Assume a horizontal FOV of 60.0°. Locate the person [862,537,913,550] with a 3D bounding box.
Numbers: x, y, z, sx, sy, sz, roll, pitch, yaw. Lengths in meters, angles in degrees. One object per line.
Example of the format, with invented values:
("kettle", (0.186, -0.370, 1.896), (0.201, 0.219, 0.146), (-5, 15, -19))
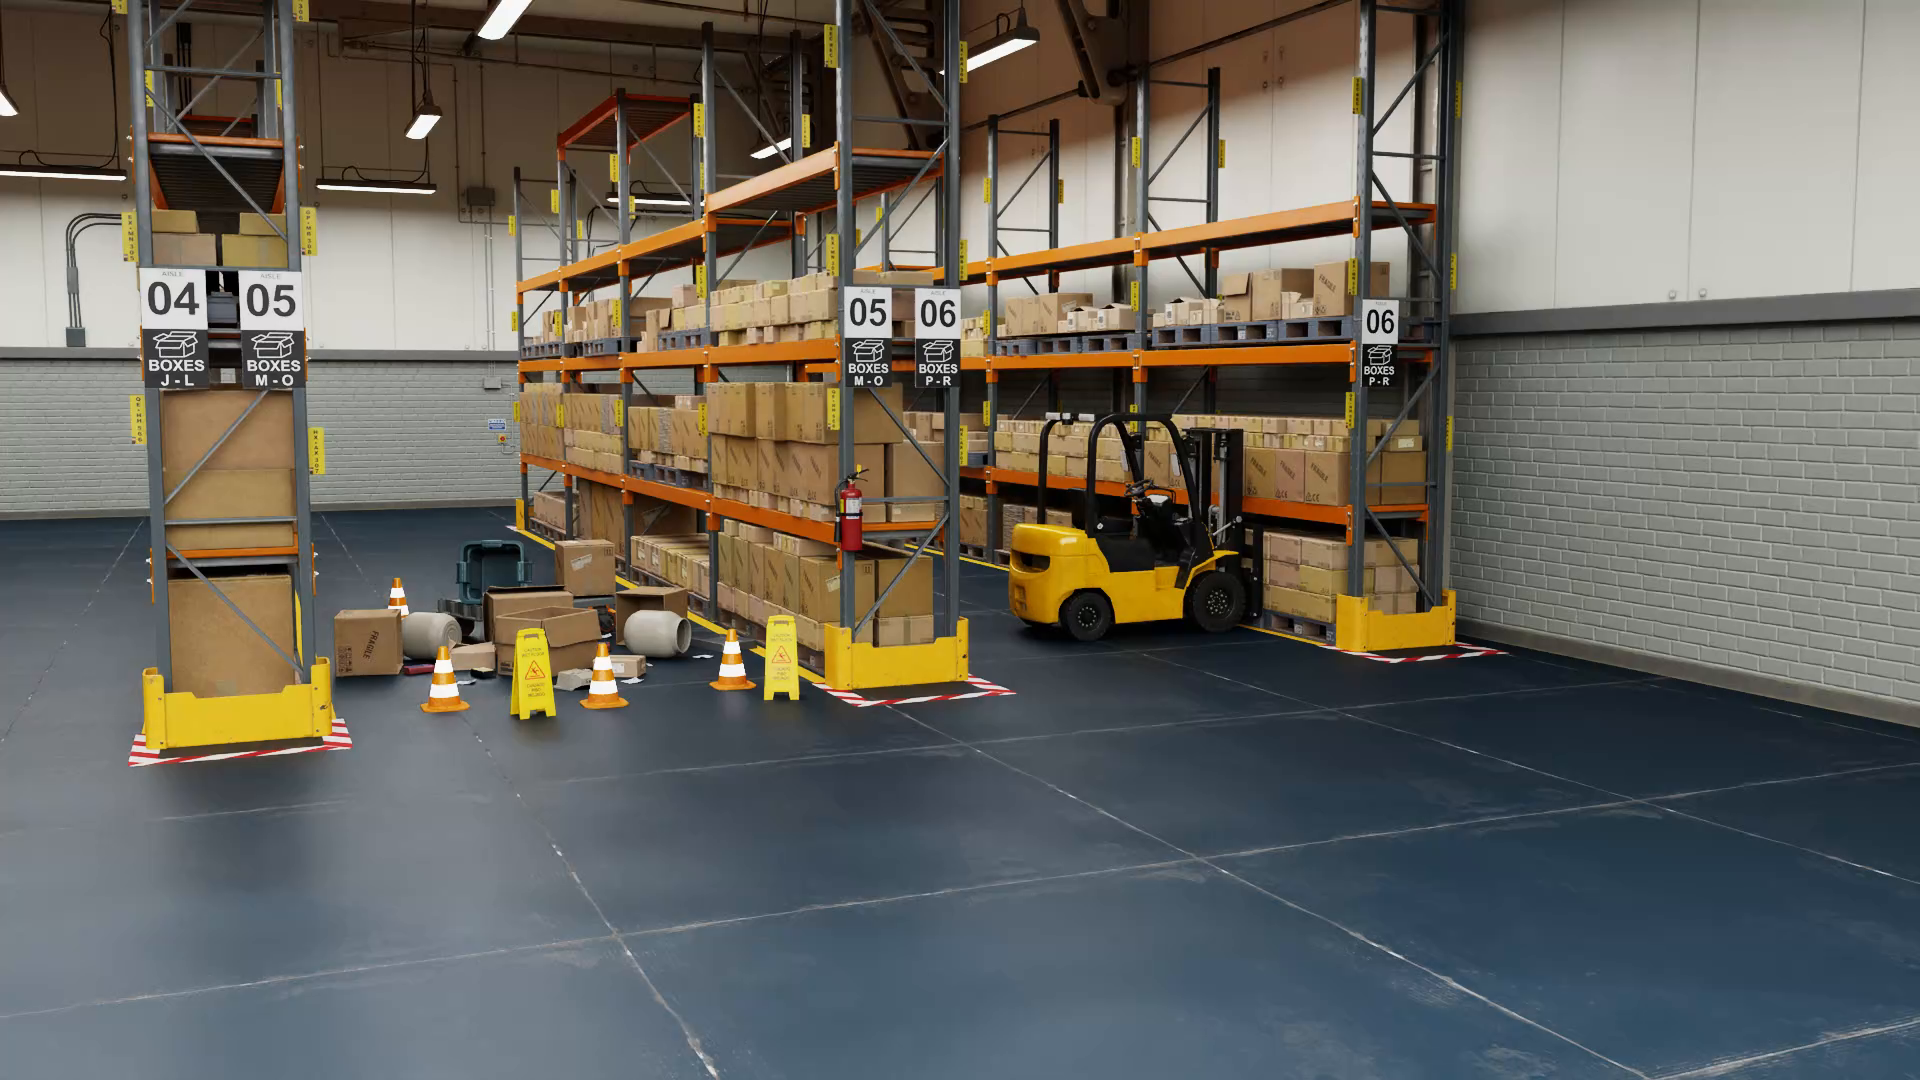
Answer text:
("person", (-0.782, -0.116, 17.906), (0.628, 1.761, 0.458), (-3, 6, -25))
